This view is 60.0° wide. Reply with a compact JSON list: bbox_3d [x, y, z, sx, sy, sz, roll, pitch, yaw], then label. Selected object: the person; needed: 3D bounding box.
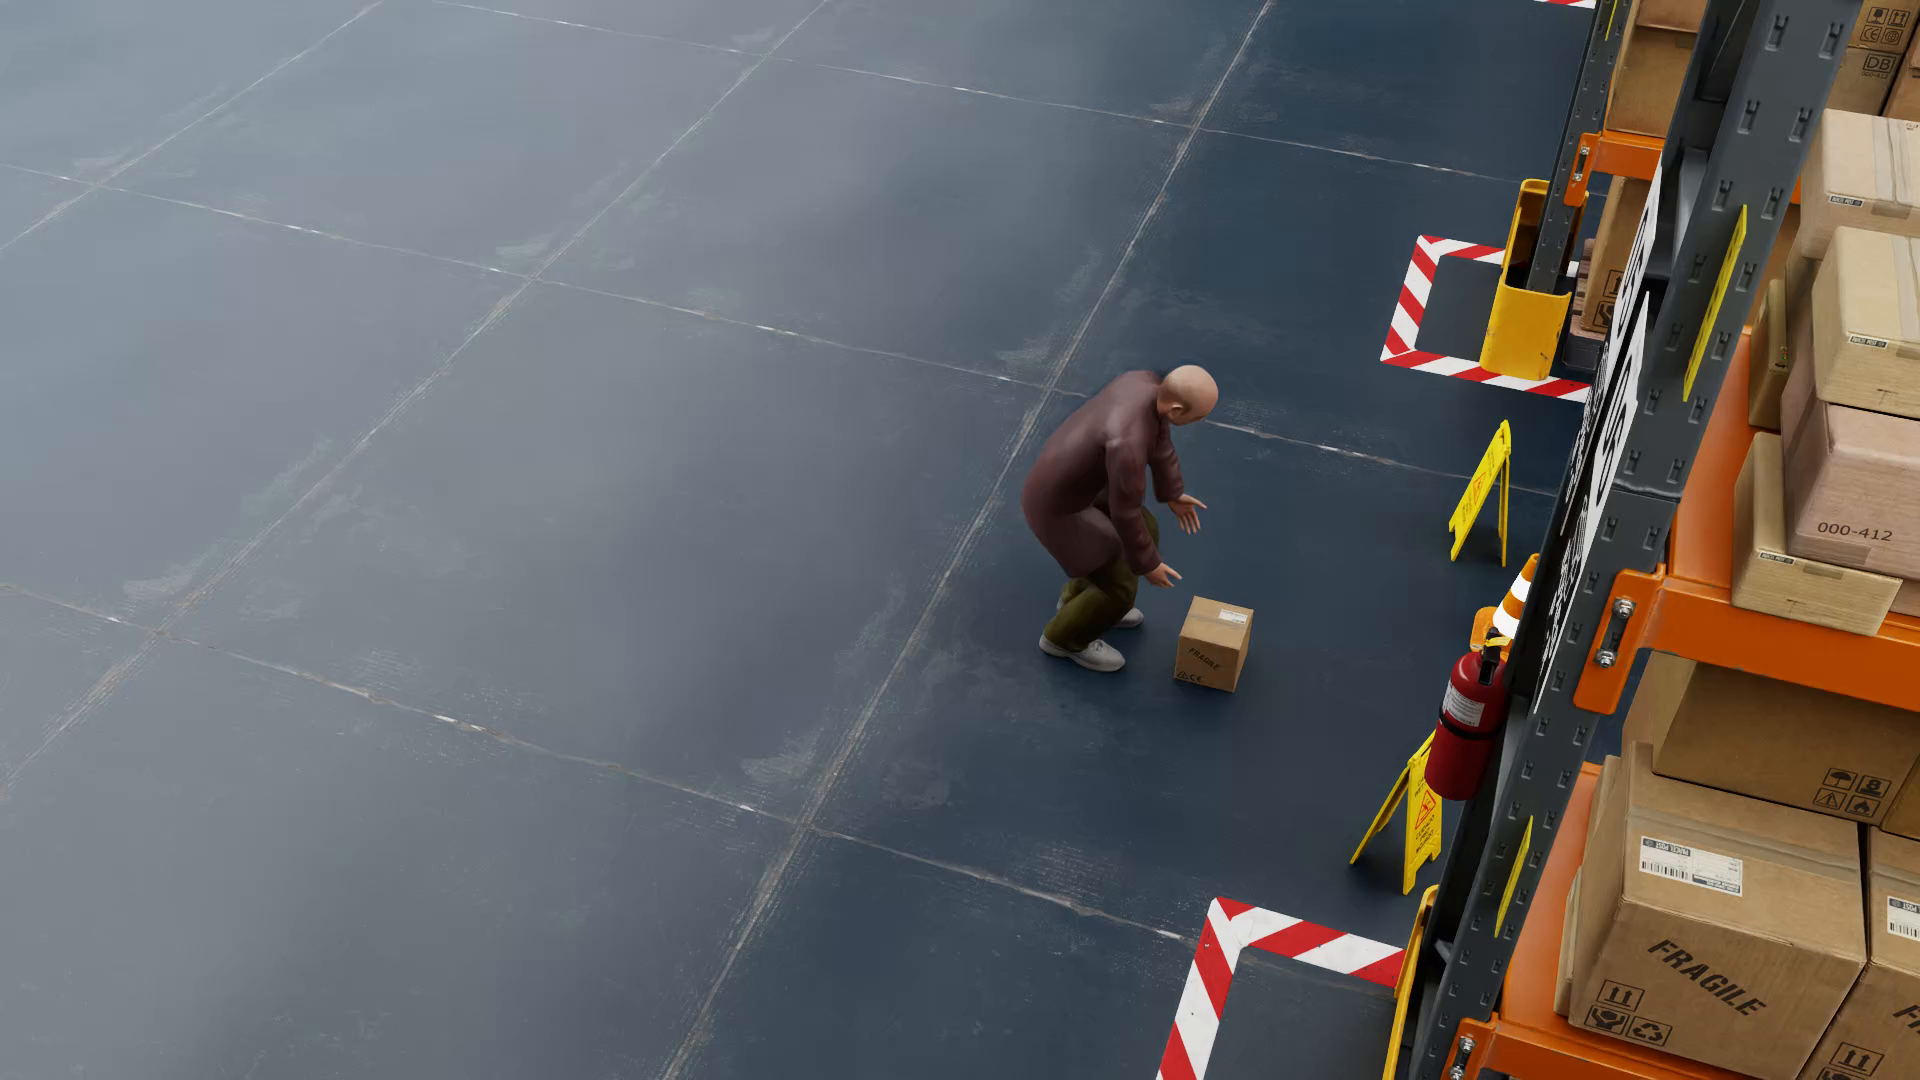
[{"bbox_3d":[0.608,-0.136,6.610,0.719,1.410,0.631,14,43,15],"label":"person"}]
